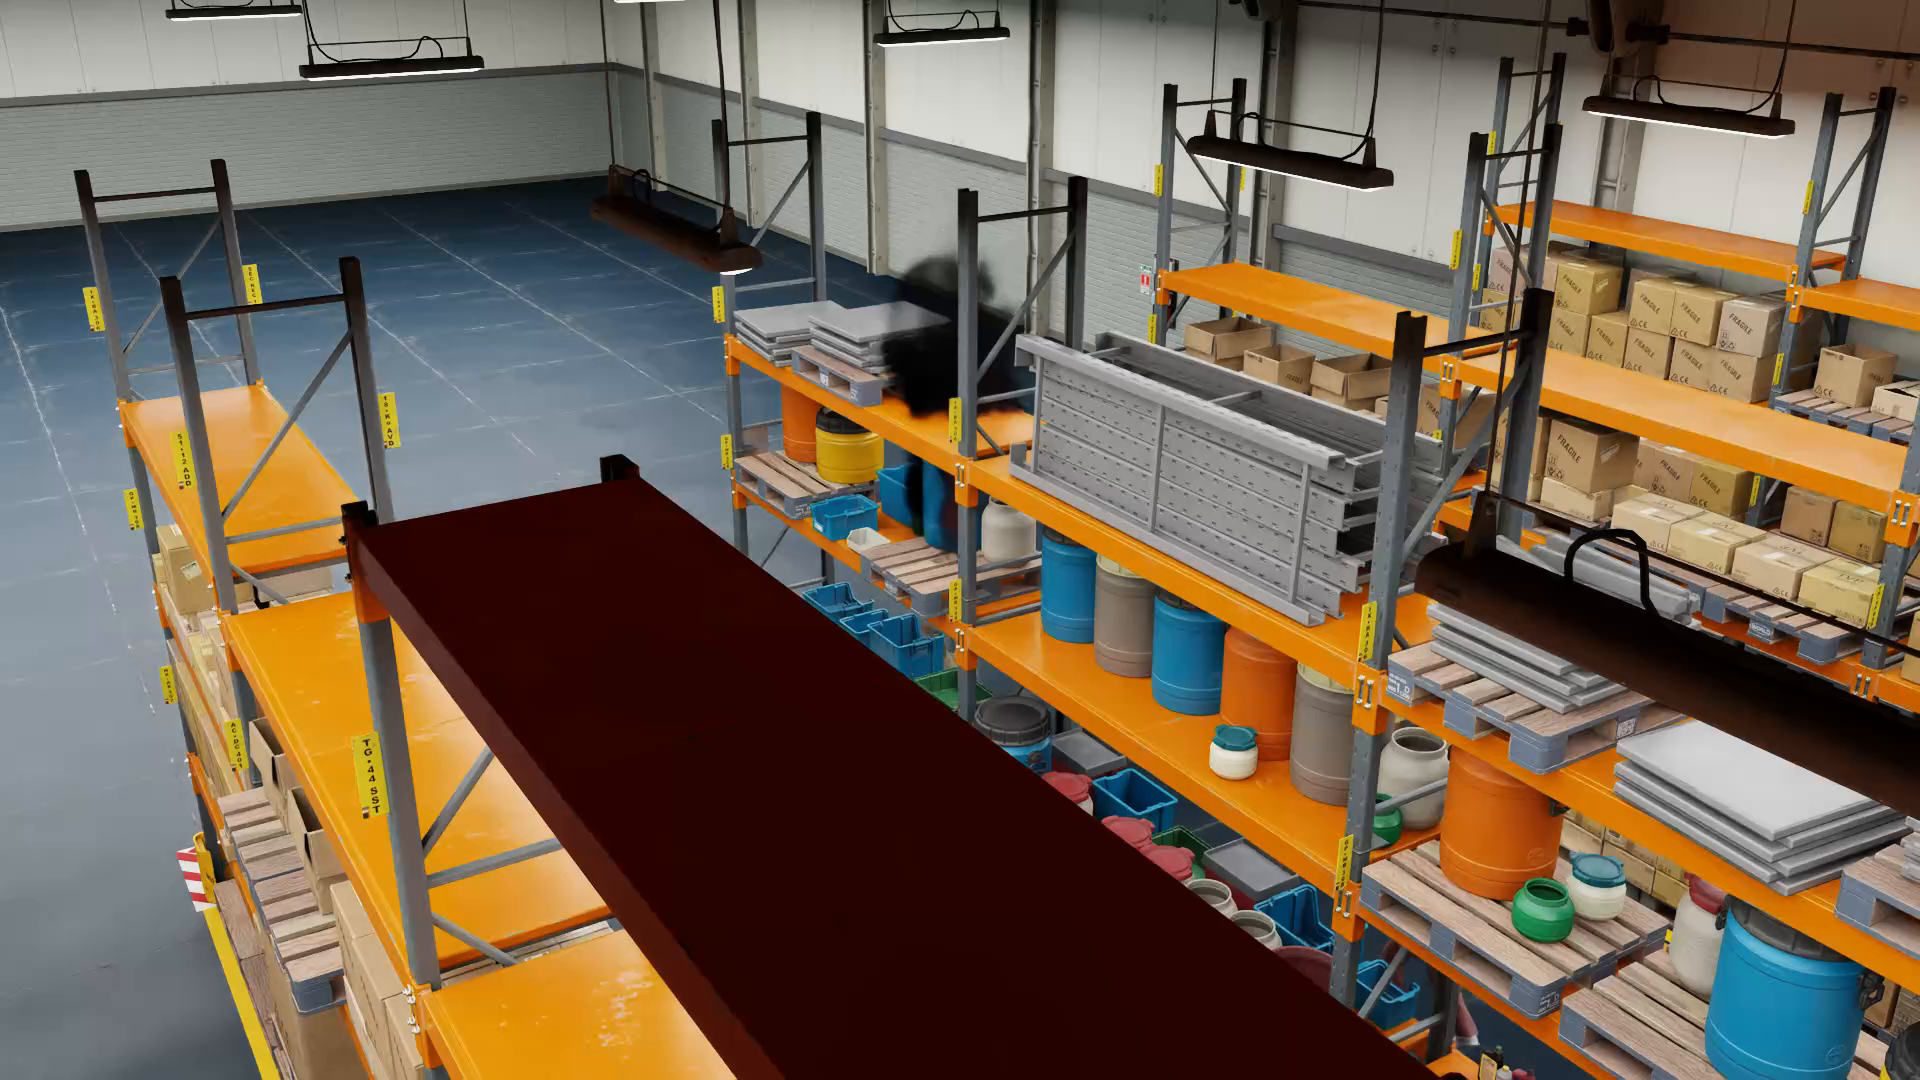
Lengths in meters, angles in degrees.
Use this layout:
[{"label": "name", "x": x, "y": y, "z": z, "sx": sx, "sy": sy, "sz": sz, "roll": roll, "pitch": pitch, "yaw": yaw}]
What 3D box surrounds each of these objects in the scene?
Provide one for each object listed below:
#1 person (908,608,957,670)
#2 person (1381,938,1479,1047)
[{"label": "person", "x": -0.267, "y": 0.871, "z": 17.007, "sx": 0.674, "sy": 1.771, "sz": 0.651, "roll": 12, "pitch": 25, "yaw": 28}, {"label": "person", "x": 3.378, "y": 2.896, "z": 11.936, "sx": 0.583, "sy": 1.708, "sz": 0.901, "roll": -11, "pitch": 24, "yaw": -25}]
